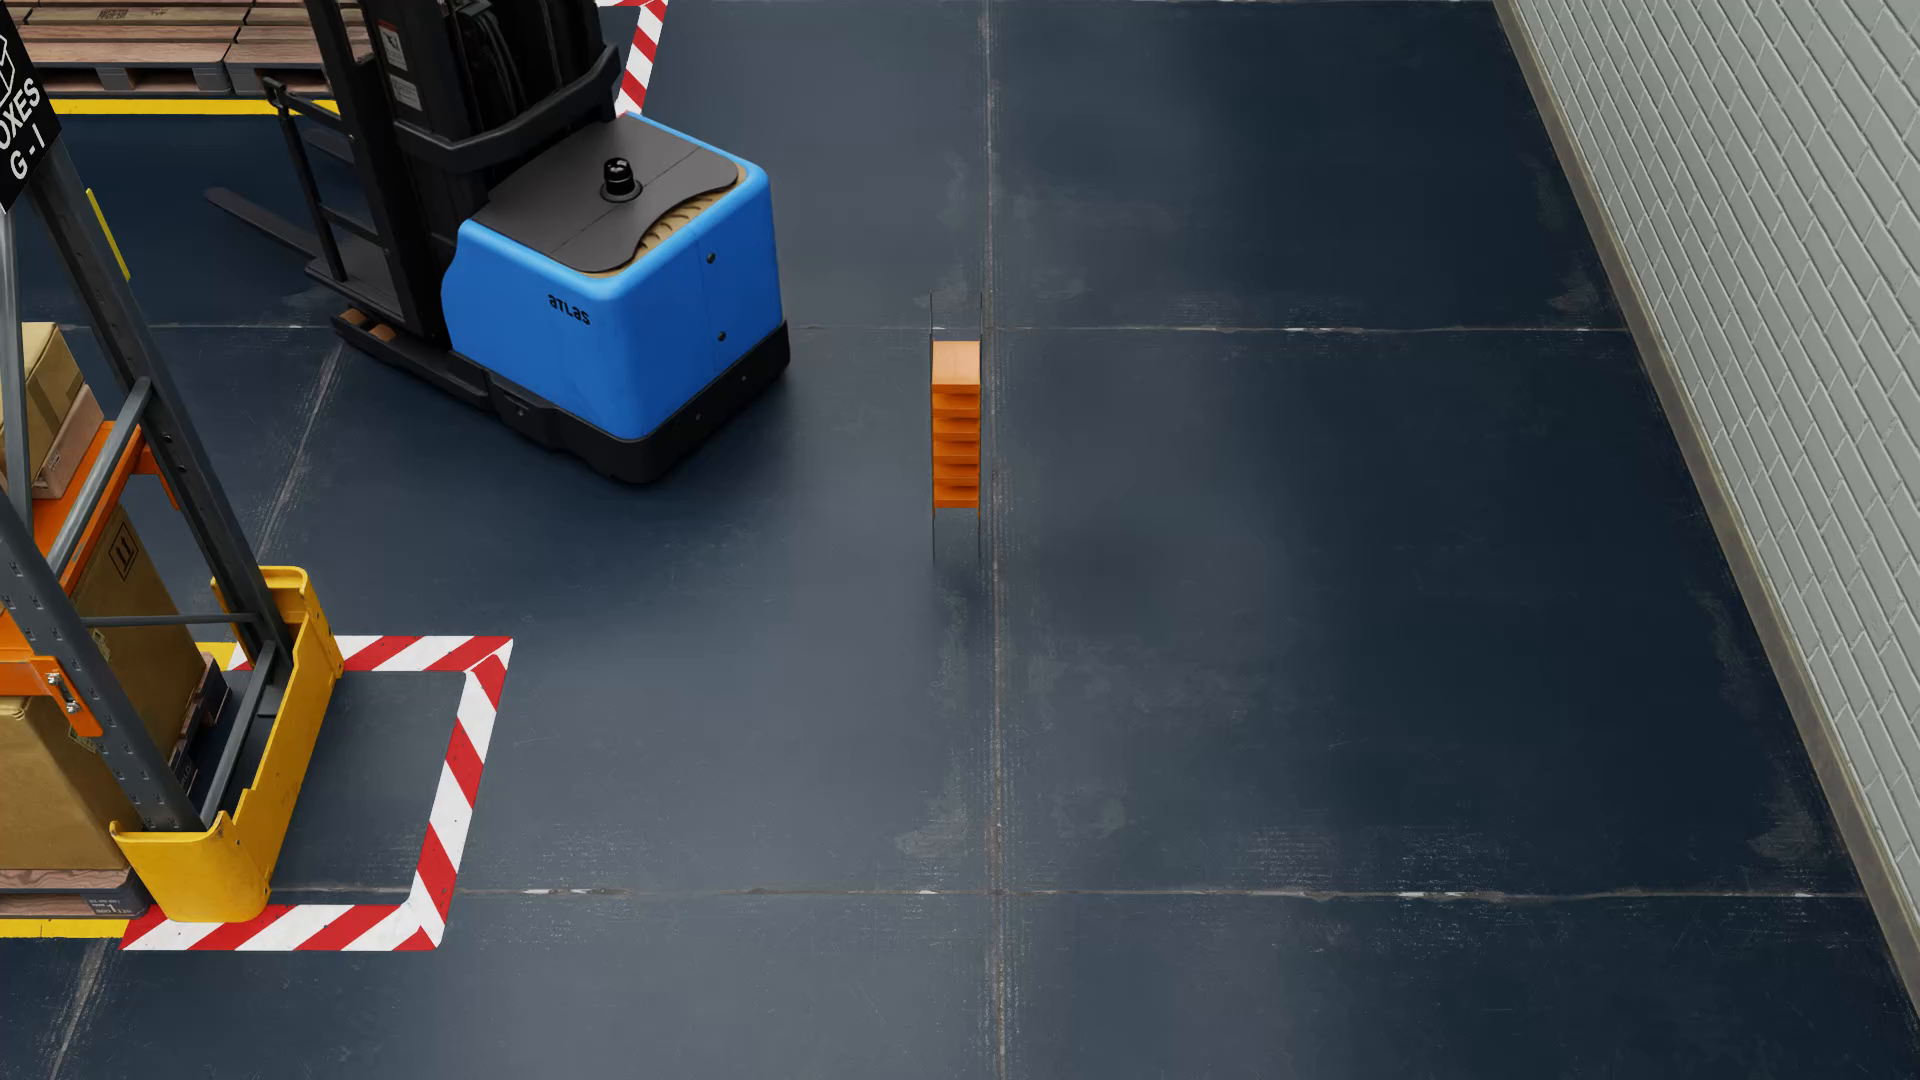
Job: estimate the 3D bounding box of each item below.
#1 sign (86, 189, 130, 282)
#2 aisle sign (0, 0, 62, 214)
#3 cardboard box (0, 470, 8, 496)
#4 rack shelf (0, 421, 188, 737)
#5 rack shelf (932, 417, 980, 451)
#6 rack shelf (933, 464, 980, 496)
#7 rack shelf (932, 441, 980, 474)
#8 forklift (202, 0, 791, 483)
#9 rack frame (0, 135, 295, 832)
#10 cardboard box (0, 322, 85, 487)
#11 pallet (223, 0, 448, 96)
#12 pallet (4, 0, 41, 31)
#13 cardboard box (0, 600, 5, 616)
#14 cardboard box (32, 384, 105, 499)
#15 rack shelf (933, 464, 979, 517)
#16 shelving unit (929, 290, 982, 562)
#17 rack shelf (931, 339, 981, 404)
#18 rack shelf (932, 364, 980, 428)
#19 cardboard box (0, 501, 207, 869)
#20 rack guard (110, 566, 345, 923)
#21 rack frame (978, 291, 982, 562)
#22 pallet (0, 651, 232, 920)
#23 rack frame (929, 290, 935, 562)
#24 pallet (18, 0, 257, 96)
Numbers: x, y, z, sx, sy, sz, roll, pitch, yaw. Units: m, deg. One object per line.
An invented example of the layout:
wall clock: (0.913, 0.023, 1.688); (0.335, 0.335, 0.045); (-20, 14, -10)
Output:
sign: (-2.552, -0.885, 4.960); (0.005, 0.325, 0.100); (0, 47, 0)
aisle sign: (-2.487, -1.262, 4.180); (0.004, 0.787, 0.394); (0, 47, 0)
cardboard box: (-3.046, -0.014, 4.694); (0.500, 0.250, 0.500); (-1, 47, 0)
rack shelf: (-4.560, 0.083, 5.196); (4.000, 0.370, 1.077); (0, 47, 0)
rack shelf: (-0.014, -0.460, 6.336); (0.180, 0.103, 0.258); (0, 47, 0)
rack shelf: (-0.014, -0.297, 6.512); (0.180, 0.103, 0.258); (0, 47, 0)
rack shelf: (-0.014, -0.379, 6.424); (0.180, 0.103, 0.258); (0, 47, 0)
forklift: (-2.264, -2.105, 6.787); (3.031, 2.935, 1.130); (27, 53, 23)
rack frame: (-2.560, -0.157, 4.927); (0.127, 3.000, 1.000); (0, 47, 0)
cardboard box: (-3.039, -0.406, 5.059); (0.500, 0.250, 0.500); (-1, 47, -1)
pallet: (-3.366, -2.863, 9.351); (1.213, 0.211, 1.003); (0, 47, 0)
pallet: (-5.806, -2.869, 9.357); (1.213, 0.211, 1.003); (0, 47, 0)
cardboard box: (-2.918, 0.169, 4.796); (0.250, 0.149, 0.380); (1, 47, 1)
cardboard box: (-2.914, -0.314, 5.245); (0.250, 0.149, 0.380); (1, 47, 1)
rack shelf: (-0.014, -0.215, 6.600); (0.180, 0.103, 0.258); (0, 47, 0)
shelving unit: (-0.014, -0.409, 6.392); (0.189, 1.200, 0.258); (0, 47, 0)
rack shelf: (-0.014, -0.624, 6.161); (0.180, 0.103, 0.258); (0, 47, 0)
rack shelf: (-0.014, -0.542, 6.248); (0.180, 0.103, 0.258); (0, 47, 0)
cardboard box: (-3.201, 0.481, 5.499); (0.875, 0.875, 0.875); (0, 47, 0)
rack guard: (-2.536, 0.695, 5.842); (0.348, 0.500, 1.175); (0, 47, 0)
rack frame: (0.077, -0.409, 6.391); (0.006, 1.200, 0.240); (0, 47, 0)
pallet: (-3.360, 0.848, 5.897); (1.213, 0.211, 1.003); (0, 47, 0)
rack frame: (-0.106, -0.409, 6.392); (0.006, 1.200, 0.240); (0, 47, 0)
pallet: (-4.583, -2.868, 9.356); (1.213, 0.211, 1.003); (0, 47, 0)
